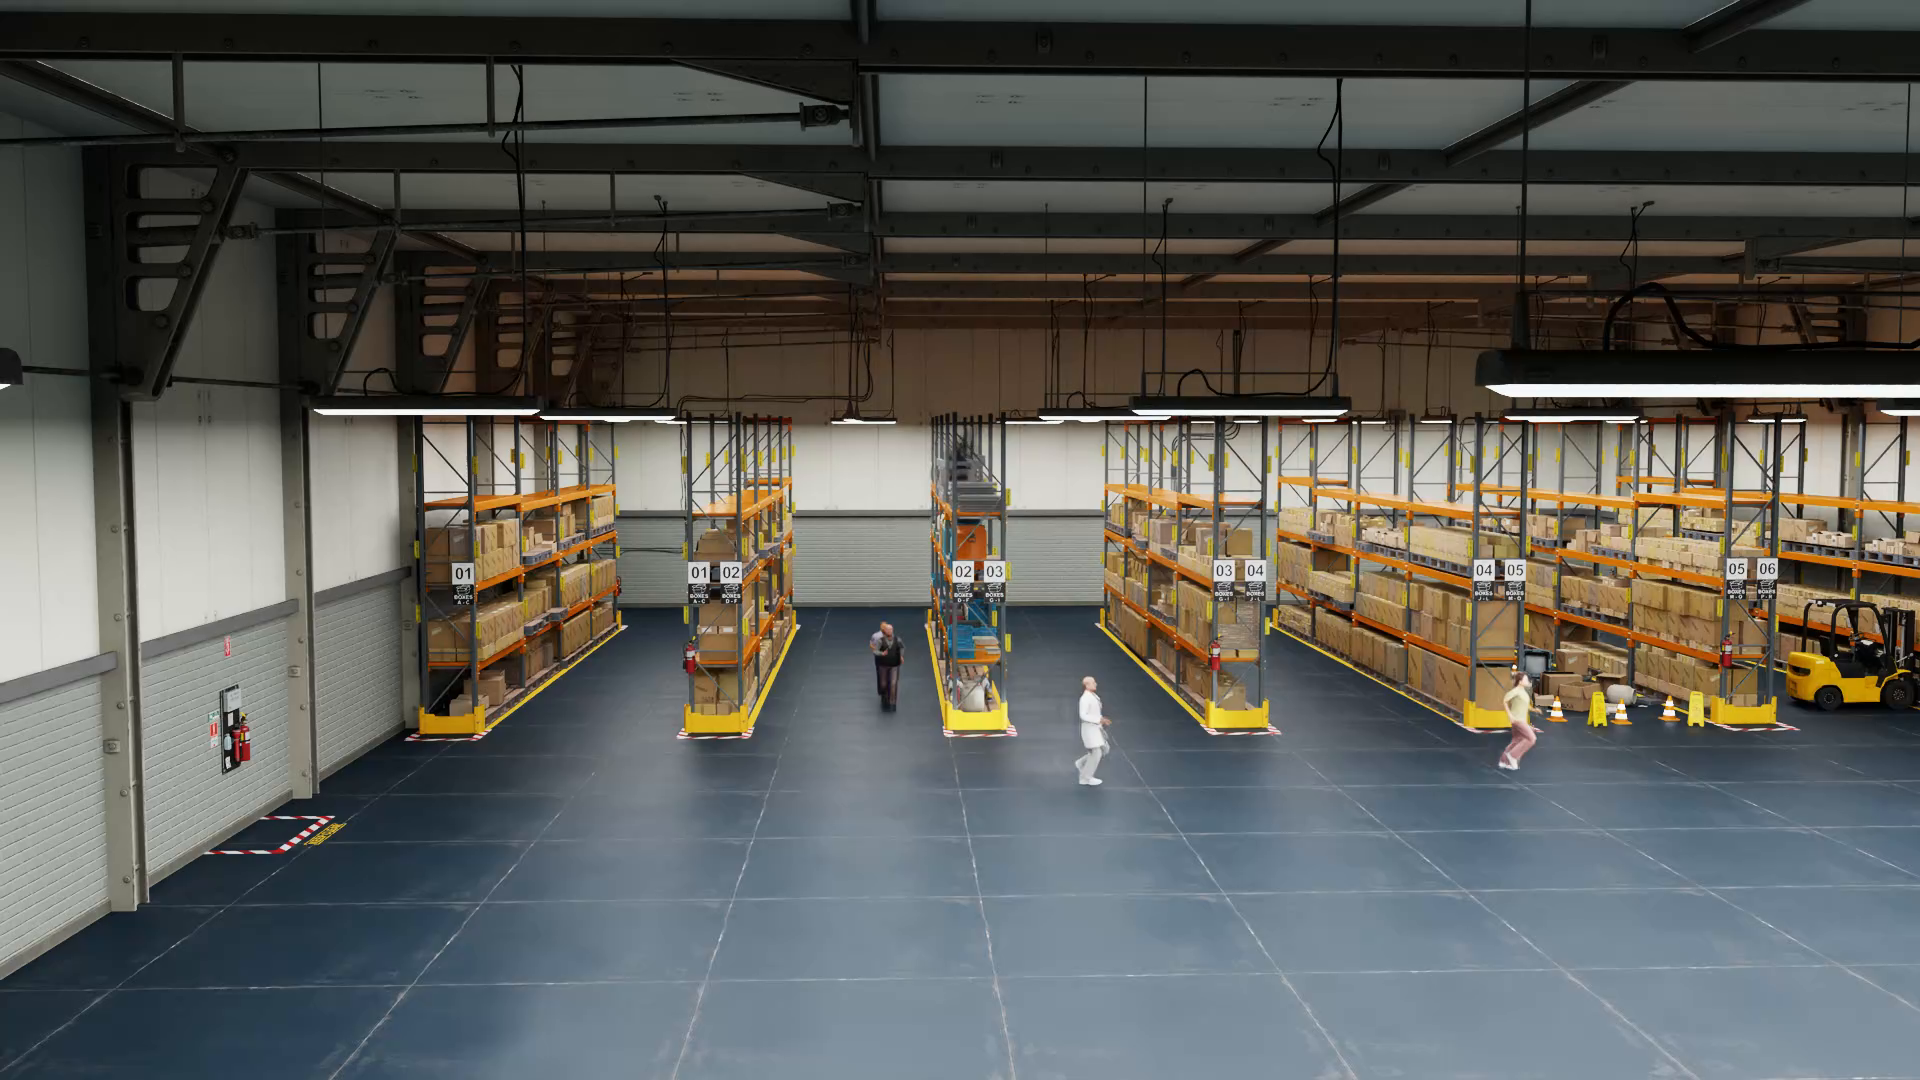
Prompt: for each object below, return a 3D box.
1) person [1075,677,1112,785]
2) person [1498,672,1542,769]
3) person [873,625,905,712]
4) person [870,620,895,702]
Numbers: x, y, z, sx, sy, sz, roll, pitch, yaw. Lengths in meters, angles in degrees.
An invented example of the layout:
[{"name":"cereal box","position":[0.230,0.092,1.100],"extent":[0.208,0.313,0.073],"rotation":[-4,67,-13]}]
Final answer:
[{"name":"person","position":[2.142,3.042,26.554],"extent":[0.636,1.729,0.703],"rotation":[1,4,18]},{"name":"person","position":[9.316,3.011,27.646],"extent":[0.687,1.629,0.557],"rotation":[2,5,32]},{"name":"person","position":[-1.426,2.560,33.606],"extent":[0.661,1.700,0.963],"rotation":[0,4,-6]},{"name":"person","position":[-1.597,2.517,34.876],"extent":[0.598,1.683,0.863],"rotation":[-1,4,-9]}]
